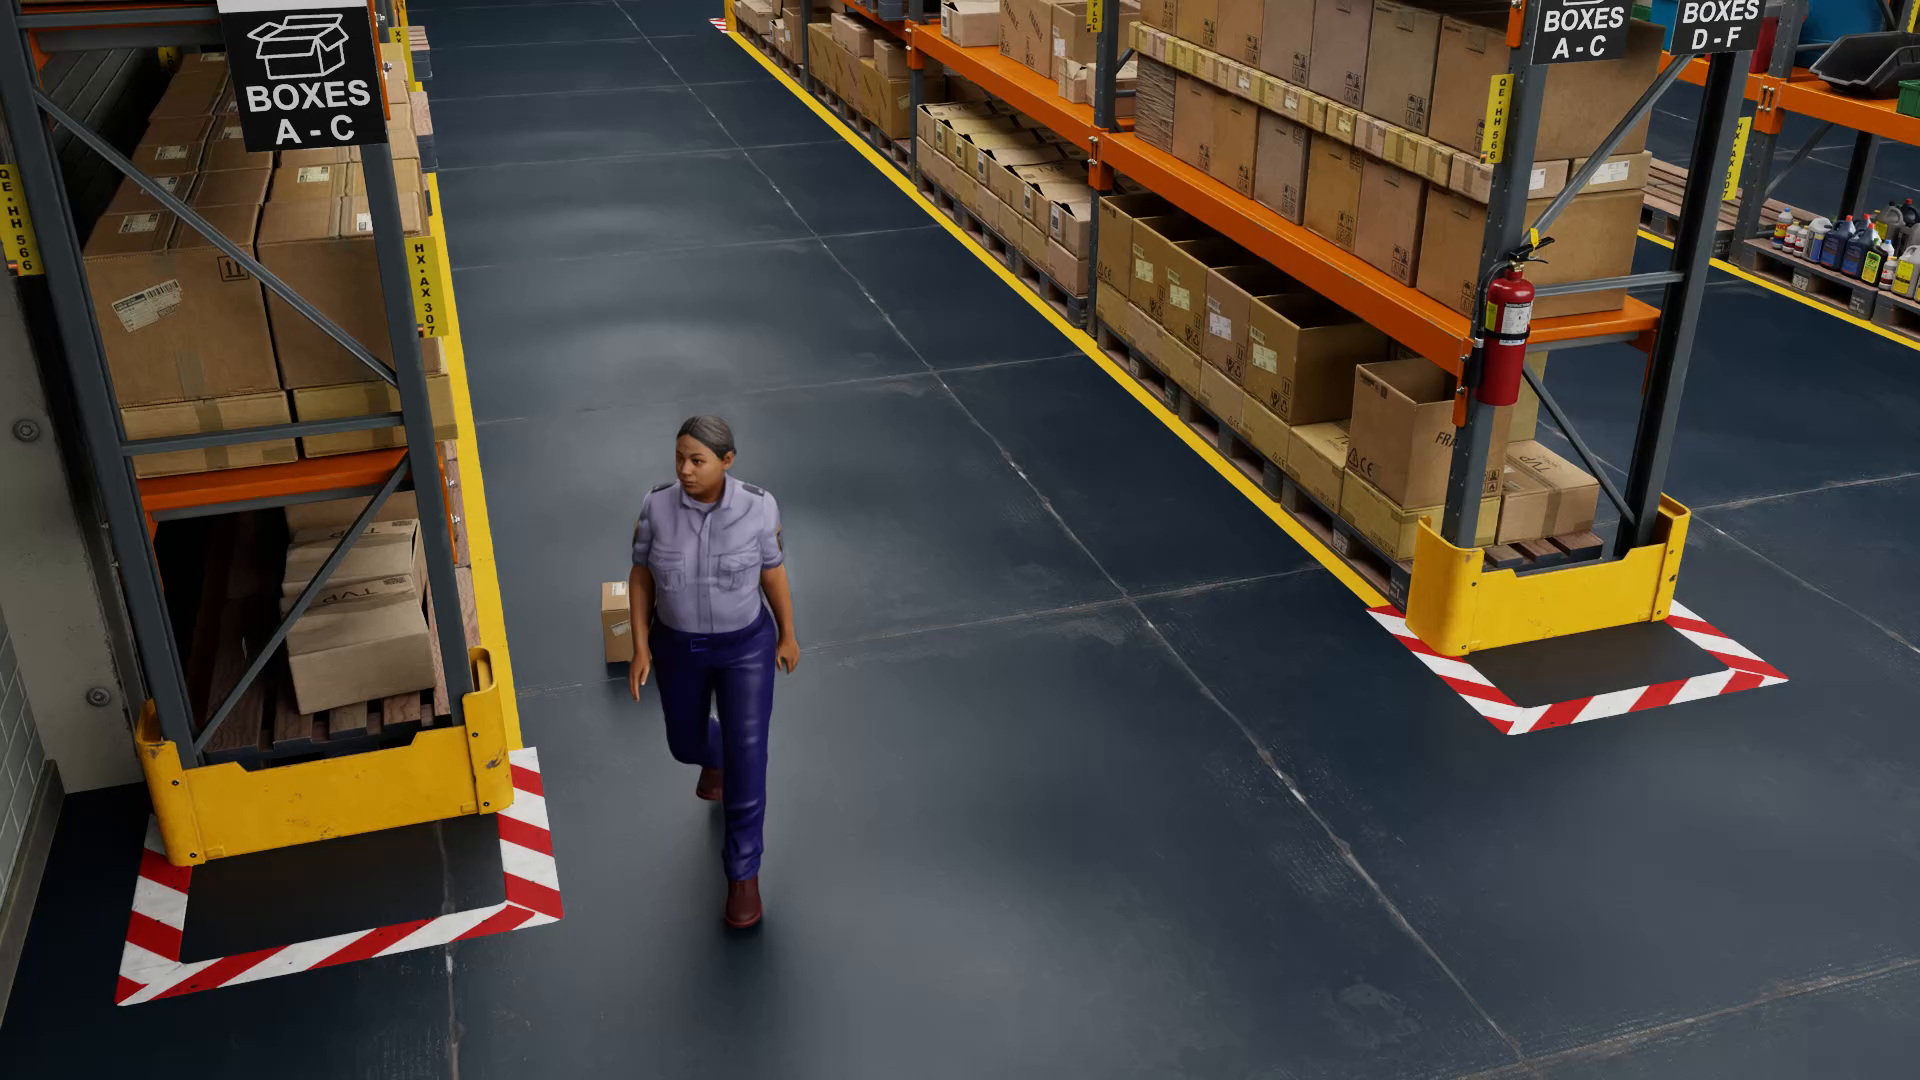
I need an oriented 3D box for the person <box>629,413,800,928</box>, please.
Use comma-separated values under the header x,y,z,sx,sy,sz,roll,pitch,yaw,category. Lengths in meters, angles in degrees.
x,y,z,sx,sy,sz,roll,pitch,yaw,category
-0.800,0.350,5.412,0.529,1.605,0.899,0,27,0,person
